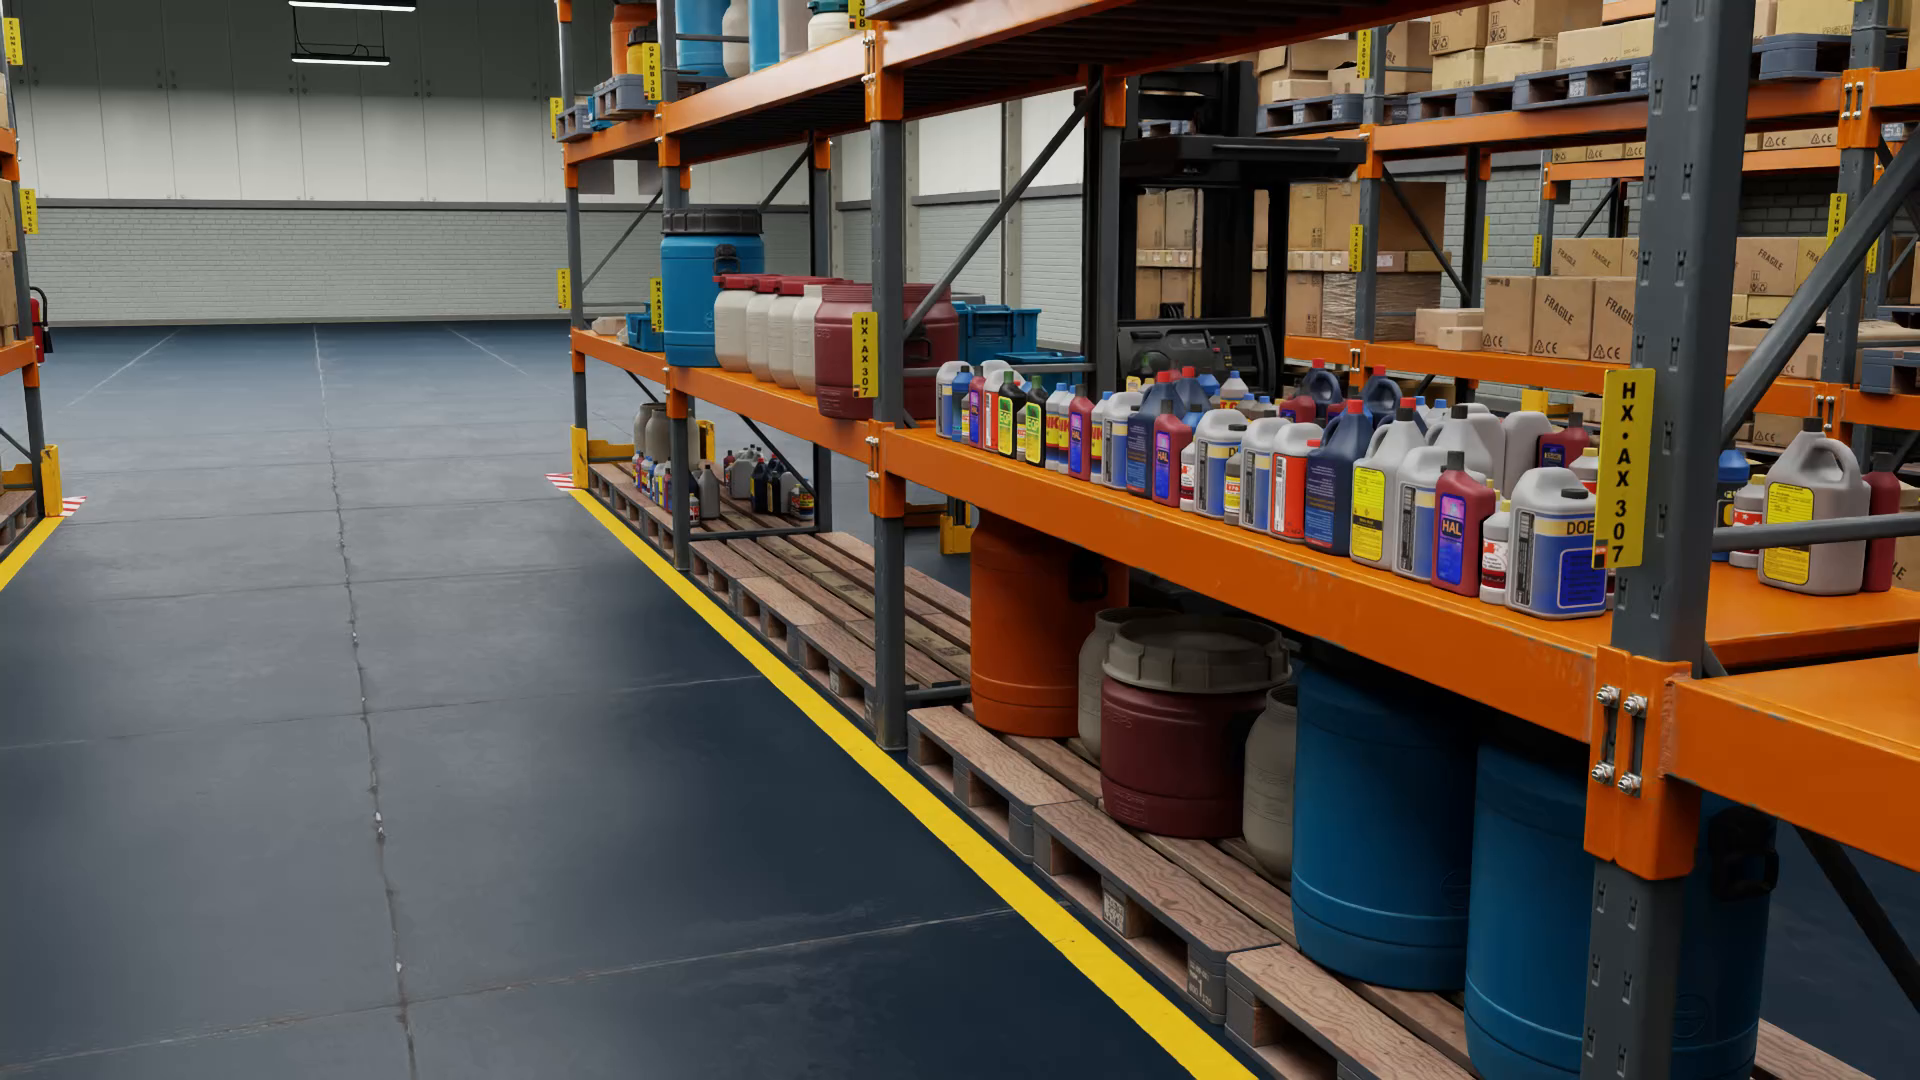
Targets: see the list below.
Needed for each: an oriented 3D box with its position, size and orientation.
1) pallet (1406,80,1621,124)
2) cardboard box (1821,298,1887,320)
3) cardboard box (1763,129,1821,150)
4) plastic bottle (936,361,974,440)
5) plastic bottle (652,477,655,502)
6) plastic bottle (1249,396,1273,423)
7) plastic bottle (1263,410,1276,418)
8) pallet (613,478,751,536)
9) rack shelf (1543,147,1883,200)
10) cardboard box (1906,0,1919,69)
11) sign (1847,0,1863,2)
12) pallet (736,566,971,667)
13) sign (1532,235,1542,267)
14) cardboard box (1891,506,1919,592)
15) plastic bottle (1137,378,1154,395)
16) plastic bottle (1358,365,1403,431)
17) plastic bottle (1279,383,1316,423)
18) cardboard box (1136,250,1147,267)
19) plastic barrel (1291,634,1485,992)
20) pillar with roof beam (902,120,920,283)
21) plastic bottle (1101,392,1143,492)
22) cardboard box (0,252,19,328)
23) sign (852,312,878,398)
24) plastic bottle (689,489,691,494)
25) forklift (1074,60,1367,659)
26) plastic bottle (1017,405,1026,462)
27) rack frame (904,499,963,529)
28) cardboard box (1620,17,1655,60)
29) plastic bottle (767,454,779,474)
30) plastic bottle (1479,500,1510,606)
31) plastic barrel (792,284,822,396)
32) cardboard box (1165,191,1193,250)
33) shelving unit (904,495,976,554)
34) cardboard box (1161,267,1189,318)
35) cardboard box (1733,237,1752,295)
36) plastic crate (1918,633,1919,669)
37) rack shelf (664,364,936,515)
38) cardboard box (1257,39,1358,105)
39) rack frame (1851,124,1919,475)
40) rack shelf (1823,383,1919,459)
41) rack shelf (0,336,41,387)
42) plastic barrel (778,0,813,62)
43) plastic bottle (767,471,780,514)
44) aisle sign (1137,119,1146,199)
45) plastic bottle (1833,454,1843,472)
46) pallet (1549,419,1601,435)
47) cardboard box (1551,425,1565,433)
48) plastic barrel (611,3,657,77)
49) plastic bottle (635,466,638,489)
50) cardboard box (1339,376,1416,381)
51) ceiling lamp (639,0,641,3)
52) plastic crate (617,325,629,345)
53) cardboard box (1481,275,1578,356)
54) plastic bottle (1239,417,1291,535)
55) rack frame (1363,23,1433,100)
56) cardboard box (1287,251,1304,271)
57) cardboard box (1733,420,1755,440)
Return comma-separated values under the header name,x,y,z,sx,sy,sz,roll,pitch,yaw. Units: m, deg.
name,x,y,z,sx,sy,sz,roll,pitch,yaw
pallet,3.647,-2.873,10.986,0.805,0.209,1.217,-4,11,-23
cardboard box,7.476,-1.942,14.145,0.500,0.250,0.500,-4,11,-21
cardboard box,7.346,-3.634,14.378,0.500,0.500,0.500,-5,11,-26
plastic bottle,0.002,-0.514,6.101,0.152,0.276,0.135,-4,11,-21
plastic bottle,-2.115,-0.374,11.689,0.097,0.201,0.097,0,10,0
plastic bottle,1.011,-0.377,5.540,0.097,0.201,0.097,0,10,0
plastic bottle,0.813,-0.207,4.385,0.097,0.271,0.097,0,10,0
pallet,-1.954,-0.258,12.269,1.003,0.211,1.213,-4,11,-21
rack shelf,7.206,-3.397,15.443,1.077,0.370,4.000,-4,11,-21
cardboard box,4.954,-2.437,7.706,0.910,0.500,0.500,-4,11,-21
sign,4.244,-2.717,7.861,0.100,0.325,0.005,-4,11,-21
pallet,-0.537,0.379,8.689,1.003,0.211,1.213,-4,11,-21
sign,5.975,-2.993,17.208,0.100,0.325,0.005,-4,11,-21
cardboard box,4.663,0.126,8.027,0.500,0.500,0.500,-3,11,-18
plastic bottle,0.715,-0.510,6.288,0.097,0.201,0.097,0,10,0
plastic bottle,1.239,-0.336,4.886,0.144,0.351,0.185,-4,11,-21
plastic bottle,1.037,-0.344,5.124,0.061,0.283,0.133,-4,11,-21
cardboard box,1.807,-2.577,15.205,0.380,0.149,0.250,-4,11,-21
plastic barrel,1.158,0.607,4.234,0.600,0.901,0.708,-4,11,-21
pillar with roof beam,-5.169,-9.140,37.106,9.100,9.000,0.548,-4,11,-21
plastic bottle,0.504,-0.288,4.828,0.152,0.276,0.135,-4,11,-21
cardboard box,-6.902,-1.688,11.211,0.875,0.500,0.500,-4,11,-21
sign,-0.364,-0.711,6.385,0.100,0.325,0.005,-4,11,-21
plastic bottle,-1.785,-0.256,10.796,0.061,0.283,0.133,-3,11,-18
forklift,1.305,-0.953,8.409,1.130,2.935,3.031,-4,11,-23
plastic bottle,0.234,-0.360,5.444,0.097,0.201,0.097,0,10,0
rack frame,-0.215,-0.835,11.834,0.500,1.500,0.032,-4,11,-21
cardboard box,4.144,-2.839,9.479,0.500,0.250,0.500,-4,11,-22
plastic bottle,-1.277,-0.421,11.528,0.144,0.351,0.185,-4,11,-23
plastic bottle,1.084,0.023,3.292,0.097,0.201,0.097,0,10,0
plastic barrel,-0.578,-0.945,7.847,0.421,0.512,0.421,0,10,0
cardboard box,2.237,-2.803,14.622,0.700,0.500,0.500,-4,11,-22
shelving unit,-0.028,-0.751,11.359,0.587,1.500,1.083,-4,11,-21
cardboard box,2.217,-2.173,14.785,0.700,0.500,0.500,-4,11,-19
cardboard box,7.112,-2.475,14.998,0.500,0.500,0.500,-4,11,-23
plastic crate,1.631,0.172,2.471,0.396,0.136,0.243,-4,11,-21
rack shelf,-0.578,-0.639,8.500,1.077,0.370,4.000,-4,11,-21
cardboard box,2.836,-3.713,13.272,0.797,0.503,0.637,-3,10,-15
rack frame,7.930,-1.948,13.807,1.000,3.000,0.127,-4,11,-21
rack shelf,5.489,-0.300,6.594,1.077,0.370,4.000,-4,11,-21
rack shelf,-6.644,-0.977,10.404,1.077,0.370,4.000,-4,11,-21
plastic barrel,-0.680,-2.867,8.977,0.600,0.901,0.600,0,10,0
plastic bottle,-1.252,-0.323,11.169,0.061,0.283,0.133,-4,11,-21
aisle sign,1.556,-3.557,15.430,0.394,0.787,0.004,-4,11,-21
plastic bottle,1.812,-0.065,3.553,0.061,0.283,0.133,-4,11,-21
pallet,6.770,-1.081,16.894,1.003,0.211,1.213,-4,11,-21
cardboard box,3.923,-0.630,11.447,0.500,0.311,0.500,-4,11,-19
plastic barrel,-2.458,-3.796,13.206,0.600,0.830,0.708,-4,11,-21
plastic bottle,-2.349,-0.479,12.280,0.097,0.201,0.097,0,10,0
cardboard box,3.250,-1.032,13.168,0.500,0.500,0.500,-4,11,-21
ceiling lamp,-6.553,-12.320,38.321,2.000,3.185,0.800,-4,11,-21
plastic crate,-2.128,-1.439,11.695,0.530,0.136,0.437,-4,11,-21
cardboard box,3.769,-1.470,10.834,0.500,0.500,0.500,-3,11,-17
plastic bottle,0.788,-0.160,4.110,0.152,0.276,0.135,-4,11,-21
rack frame,3.315,-4.587,11.511,1.000,3.000,0.127,-4,11,-21
cardboard box,2.736,-2.158,12.852,0.380,0.149,0.250,-4,11,-21
cardboard box,7.370,-1.024,15.493,0.380,0.149,0.250,-5,11,-25
